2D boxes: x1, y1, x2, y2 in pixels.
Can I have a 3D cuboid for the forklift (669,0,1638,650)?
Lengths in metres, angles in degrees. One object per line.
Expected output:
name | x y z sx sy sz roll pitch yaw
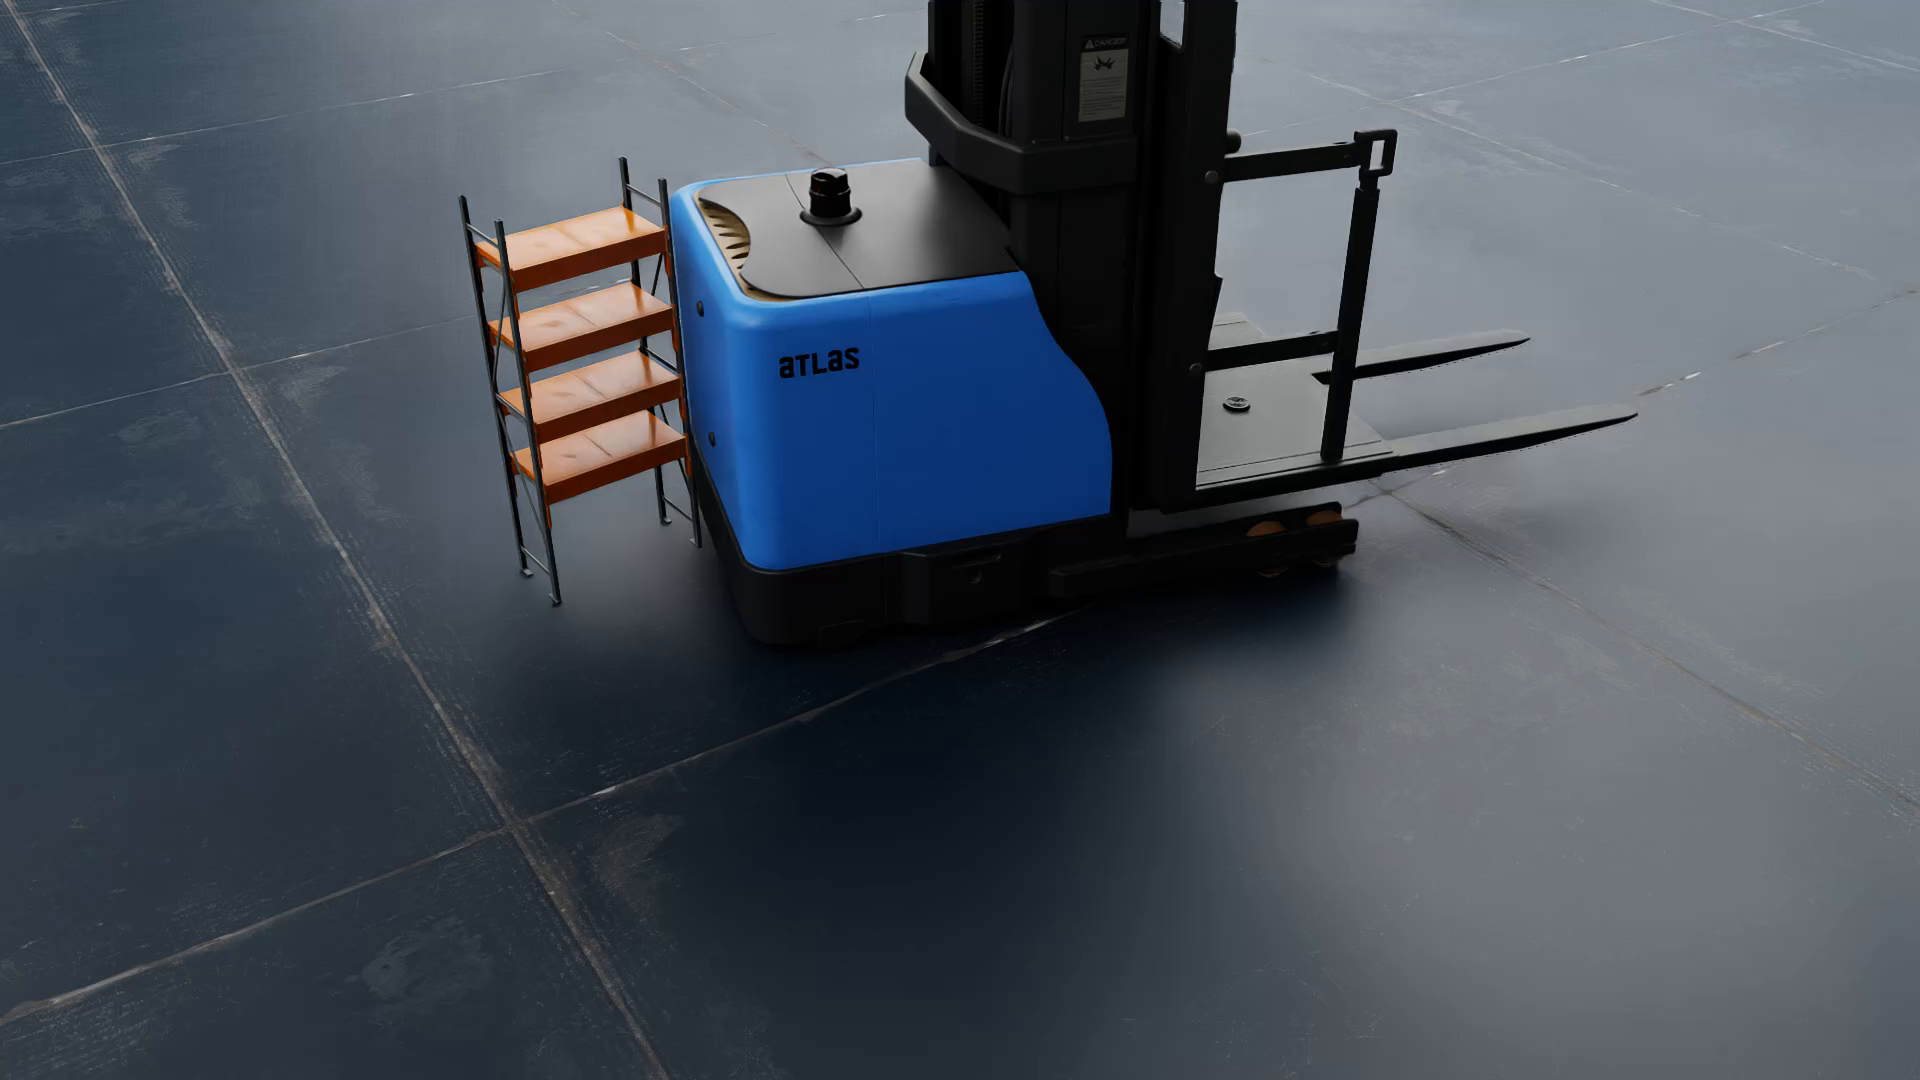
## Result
forklift | 0.703 -1.387 4.702 3.031 2.935 1.130 -10 34 -15

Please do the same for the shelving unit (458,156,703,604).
shelving unit | -1.079 -0.452 4.842 0.503 1.200 0.258 -23 39 -32

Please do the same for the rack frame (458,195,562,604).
rack frame | -1.268 -0.370 4.712 0.015 1.200 0.240 -23 39 -32

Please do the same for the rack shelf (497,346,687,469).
rack shelf | -1.079 -0.395 4.877 0.480 0.148 0.258 -23 39 -32

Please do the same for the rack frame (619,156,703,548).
rack frame | -0.889 -0.534 4.971 0.015 1.200 0.240 -23 39 -32

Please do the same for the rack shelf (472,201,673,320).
rack shelf | -1.079 -0.784 4.632 0.480 0.148 0.258 -23 39 -32

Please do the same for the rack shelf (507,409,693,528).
rack shelf | -1.079 -0.227 4.983 0.480 0.148 0.258 -23 39 -32

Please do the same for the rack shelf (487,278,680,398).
rack shelf | -1.079 -0.584 4.758 0.480 0.148 0.258 -23 39 -32
